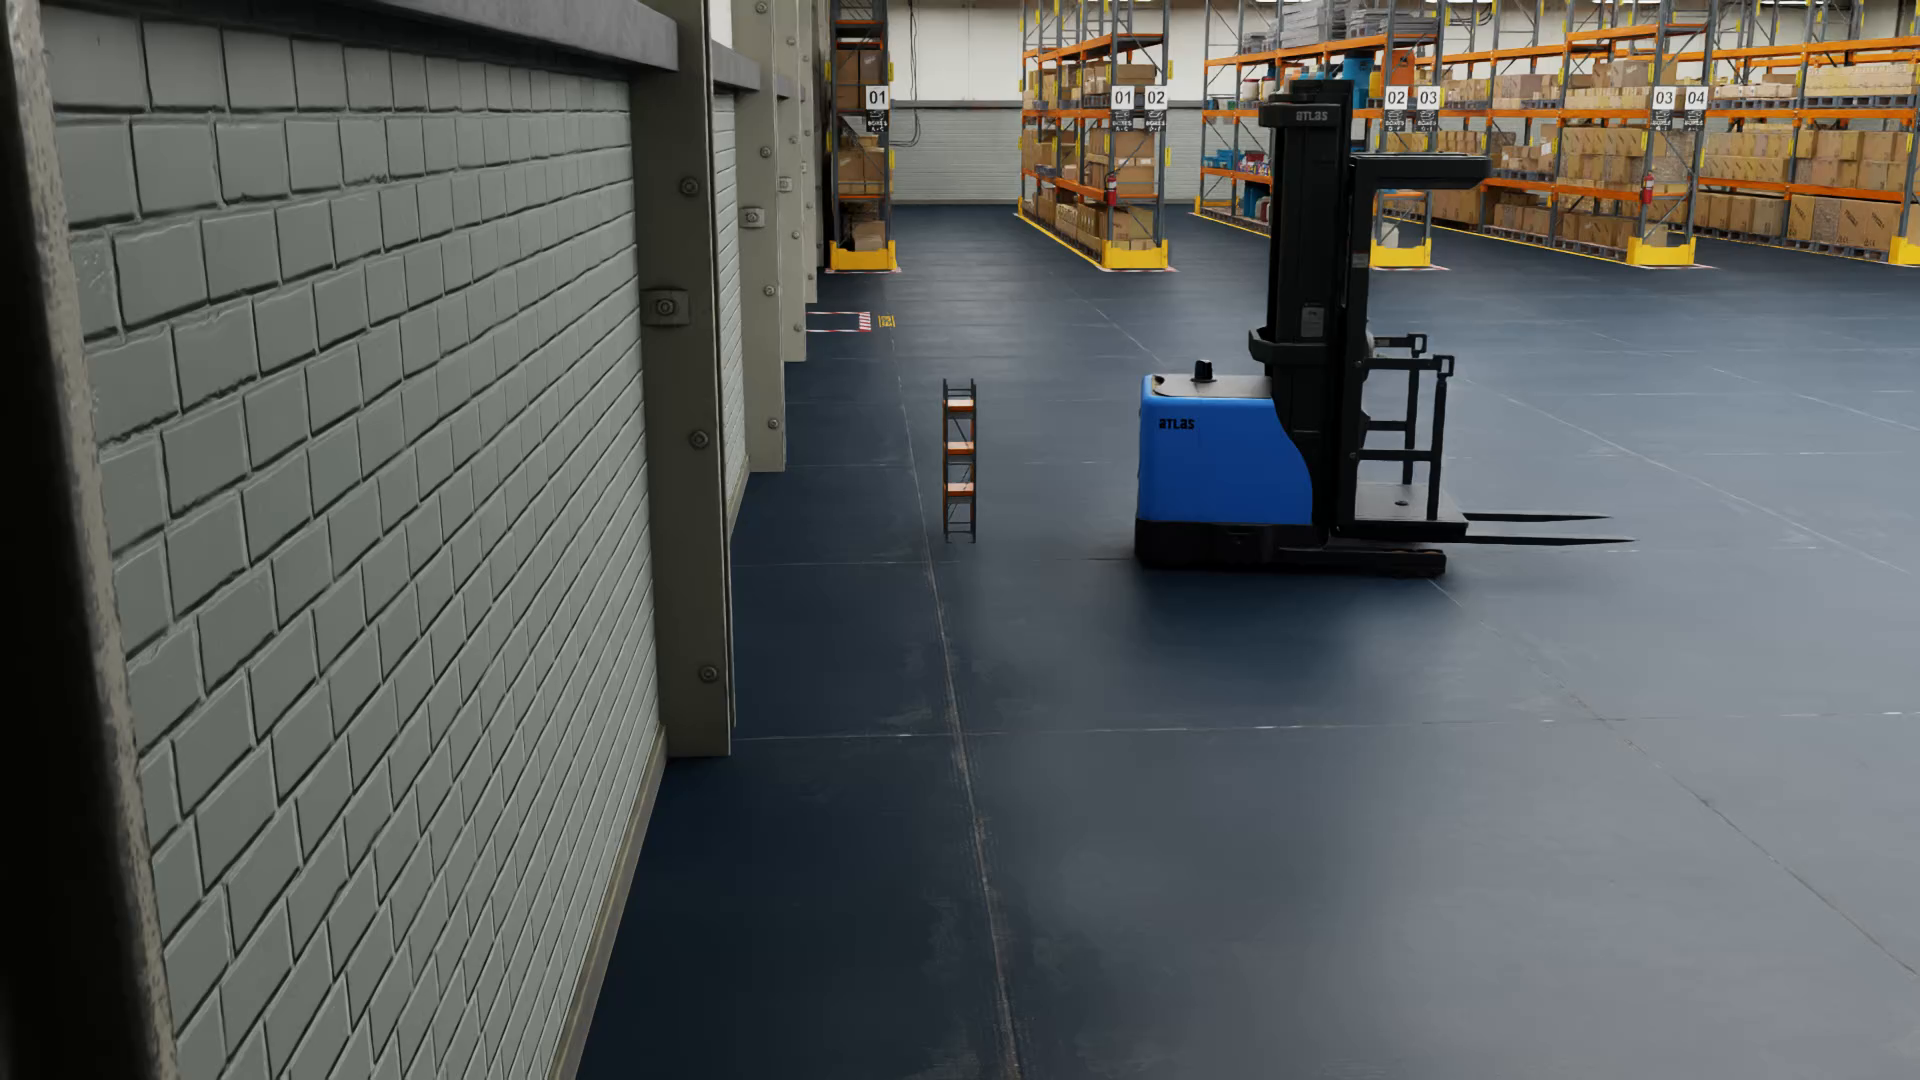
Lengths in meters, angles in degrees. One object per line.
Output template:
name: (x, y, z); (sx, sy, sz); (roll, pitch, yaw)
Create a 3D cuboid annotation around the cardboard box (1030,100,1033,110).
cardboard box: (2.083, -11.165, 42.681); (0.500, 0.250, 0.500); (-1, 14, -3)

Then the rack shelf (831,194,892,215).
rack shelf: (-1.886, -6.506, 31.738); (1.077, 0.370, 4.000); (-1, 14, -3)

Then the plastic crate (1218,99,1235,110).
plastic crate: (6.964, -11.329, 43.255); (0.437, 0.282, 0.530); (-1, 14, -3)

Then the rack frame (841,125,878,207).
rack frame: (-2.505, -9.342, 41.314); (1.000, 3.000, 0.127); (-1, 14, -3)

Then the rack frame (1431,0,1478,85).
rack frame: (12.326, -12.477, 41.458); (1.000, 3.000, 0.127); (-1, 14, -3)

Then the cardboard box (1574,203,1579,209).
cardboard box: (16.885, -9.052, 45.067); (0.380, 0.149, 0.250); (-1, 14, -3)

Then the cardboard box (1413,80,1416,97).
cardboard box: (12.298, -11.784, 43.542); (0.700, 0.500, 0.500); (0, 14, -1)

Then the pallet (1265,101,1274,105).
pallet: (7.681, -10.053, 38.437); (1.003, 0.211, 1.213); (-1, 14, -3)

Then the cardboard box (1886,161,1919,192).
cardboard box: (17.958, -6.802, 31.144); (0.875, 0.550, 0.550); (-1, 14, -3)

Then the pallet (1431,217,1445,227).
pallet: (12.449, -8.030, 41.812); (1.003, 0.211, 1.213); (-1, 14, -3)

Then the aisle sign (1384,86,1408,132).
aisle sign: (7.834, -7.747, 29.898); (0.394, 0.787, 0.004); (-1, 14, -3)

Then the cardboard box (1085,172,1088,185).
cardboard box: (2.860, -7.479, 34.374); (0.500, 0.250, 0.500); (0, 14, 0)

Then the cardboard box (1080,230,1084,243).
cardboard box: (2.686, -6.057, 33.223); (0.500, 0.250, 0.500); (-1, 14, -3)

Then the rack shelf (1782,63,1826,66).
rack shelf: (22.093, -12.680, 44.101); (0.919, 0.124, 3.809); (-1, 14, -3)

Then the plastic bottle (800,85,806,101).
plastic bottle: (-2.156, -4.328, 21.625); (0.200, 3.100, 6.000); (-1, 14, -3)

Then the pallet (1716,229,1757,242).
pallet: (17.577, -6.777, 36.944); (1.003, 0.211, 1.213); (-1, 14, -3)

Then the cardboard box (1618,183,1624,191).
cardboard box: (12.764, -6.719, 31.624); (0.380, 0.149, 0.250); (-1, 14, -3)

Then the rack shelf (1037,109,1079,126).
rack shelf: (2.562, -10.026, 39.398); (1.077, 0.370, 4.000); (-1, 14, -3)

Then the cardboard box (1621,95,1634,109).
cardboard box: (12.752, -8.207, 31.185); (0.500, 0.250, 0.500); (-1, 14, -3)

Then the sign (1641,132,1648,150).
sign: (12.514, -7.297, 30.409); (0.100, 0.325, 0.005); (-1, 14, -3)

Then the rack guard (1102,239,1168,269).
rack guard: (3.183, -5.218, 30.304); (1.175, 0.500, 0.348); (-1, 14, -3)

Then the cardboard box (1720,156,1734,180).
cardboard box: (17.354, -8.309, 37.098); (0.500, 0.500, 0.500); (-1, 14, -3)

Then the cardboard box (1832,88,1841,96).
cardboard box: (17.527, -8.867, 32.910); (0.380, 0.149, 0.250); (-1, 14, -4)

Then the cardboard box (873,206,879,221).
cardboard box: (-2.161, -7.171, 37.012); (0.700, 0.500, 0.500); (-1, 14, -3)

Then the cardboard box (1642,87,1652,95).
cardboard box: (12.741, -8.224, 30.452); (0.380, 0.149, 0.250); (-1, 14, -3)

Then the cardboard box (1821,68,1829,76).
cardboard box: (17.494, -9.380, 33.303); (0.380, 0.149, 0.250); (-1, 14, -4)

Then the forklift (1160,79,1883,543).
forklift: (14.936, -6.804, 31.138); (22.890, 3.159, 46.598); (2, 15, 6)

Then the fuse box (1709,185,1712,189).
fuse box: (23.702, -11.493, 52.262); (0.539, 1.711, 0.414); (-1, 14, -3)

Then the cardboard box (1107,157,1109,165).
cardboard box: (2.935, -7.018, 30.781); (0.380, 0.149, 0.250); (-1, 14, -4)

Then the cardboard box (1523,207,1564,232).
cardboard box: (12.759, -6.995, 36.328); (0.700, 0.500, 0.500); (-2, 15, -8)

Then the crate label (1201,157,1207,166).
crate label: (6.821, -10.371, 45.530); (0.416, 0.233, 0.303); (-1, 14, -3)

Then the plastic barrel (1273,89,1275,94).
plastic barrel: (7.418, -10.353, 38.661); (0.301, 0.262, 0.301); (0, 14, 0)

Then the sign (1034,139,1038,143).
sign: (1.897, -9.828, 41.467); (0.100, 0.325, 0.005); (-1, 14, -3)

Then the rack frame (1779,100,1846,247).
rack frame: (17.778, -7.633, 34.673); (1.000, 3.000, 0.127); (-1, 14, -3)

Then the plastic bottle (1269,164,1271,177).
plastic bottle: (7.180, -8.537, 38.422); (0.061, 0.283, 0.133); (-1, 14, -3)

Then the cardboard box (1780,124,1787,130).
cardboard box: (21.881, -10.896, 43.848); (0.380, 0.149, 0.250); (-1, 14, -4)

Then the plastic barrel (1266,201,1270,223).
plastic barrel: (7.459, -7.759, 39.312); (0.421, 0.512, 0.421); (0, 14, 0)

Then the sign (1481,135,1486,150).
sign: (12.020, -9.128, 38.159); (0.100, 0.325, 0.005); (-1, 14, -3)

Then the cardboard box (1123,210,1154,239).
cardboard box: (3.338, -5.931, 31.228); (0.500, 0.500, 0.500); (-1, 14, -3)

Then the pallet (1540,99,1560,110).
pallet: (12.890, -9.099, 34.726); (1.213, 0.211, 1.003); (-1, 14, -3)

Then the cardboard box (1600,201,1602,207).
cardboard box: (16.883, -8.796, 43.476); (0.380, 0.149, 0.250); (-1, 14, -5)

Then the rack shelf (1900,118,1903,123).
rack shelf: (27.047, -11.403, 44.751); (1.077, 0.370, 4.000); (-1, 14, -3)

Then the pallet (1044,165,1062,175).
pallet: (2.561, -8.815, 39.652); (1.003, 0.211, 1.213); (-1, 14, -3)

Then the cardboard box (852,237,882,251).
cardboard box: (-1.715, -5.442, 30.670); (0.500, 0.311, 0.500); (-3, 15, -10)

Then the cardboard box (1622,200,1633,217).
cardboard box: (17.064, -8.428, 41.935); (0.500, 0.500, 0.500); (0, 14, -1)

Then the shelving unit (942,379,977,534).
shelving unit: (-0.003, -0.522, 10.948); (0.215, 1.050, 0.249); (-1, 14, -3)

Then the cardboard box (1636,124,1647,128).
cardboard box: (17.498, -10.415, 42.683); (0.500, 0.500, 0.500); (-1, 14, -2)

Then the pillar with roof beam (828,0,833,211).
pillar with roof beam: (0.513, -13.967, 47.249); (9.100, 9.000, 0.400); (-1, 14, -3)

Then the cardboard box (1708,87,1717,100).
cardboard box: (17.242, -10.267, 38.690); (0.500, 0.500, 0.500); (-1, 14, -3)

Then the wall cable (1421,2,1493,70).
wall cable: (15.168, -16.489, 50.596); (2.277, 5.999, 0.120); (-1, 14, -3)

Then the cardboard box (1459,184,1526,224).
cardboard box: (12.552, -7.923, 39.220); (1.225, 0.875, 0.875); (-2, 15, -6)

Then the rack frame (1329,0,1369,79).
rack frame: (7.881, -10.411, 33.429); (0.949, 2.616, 0.053); (-1, 14, -3)
